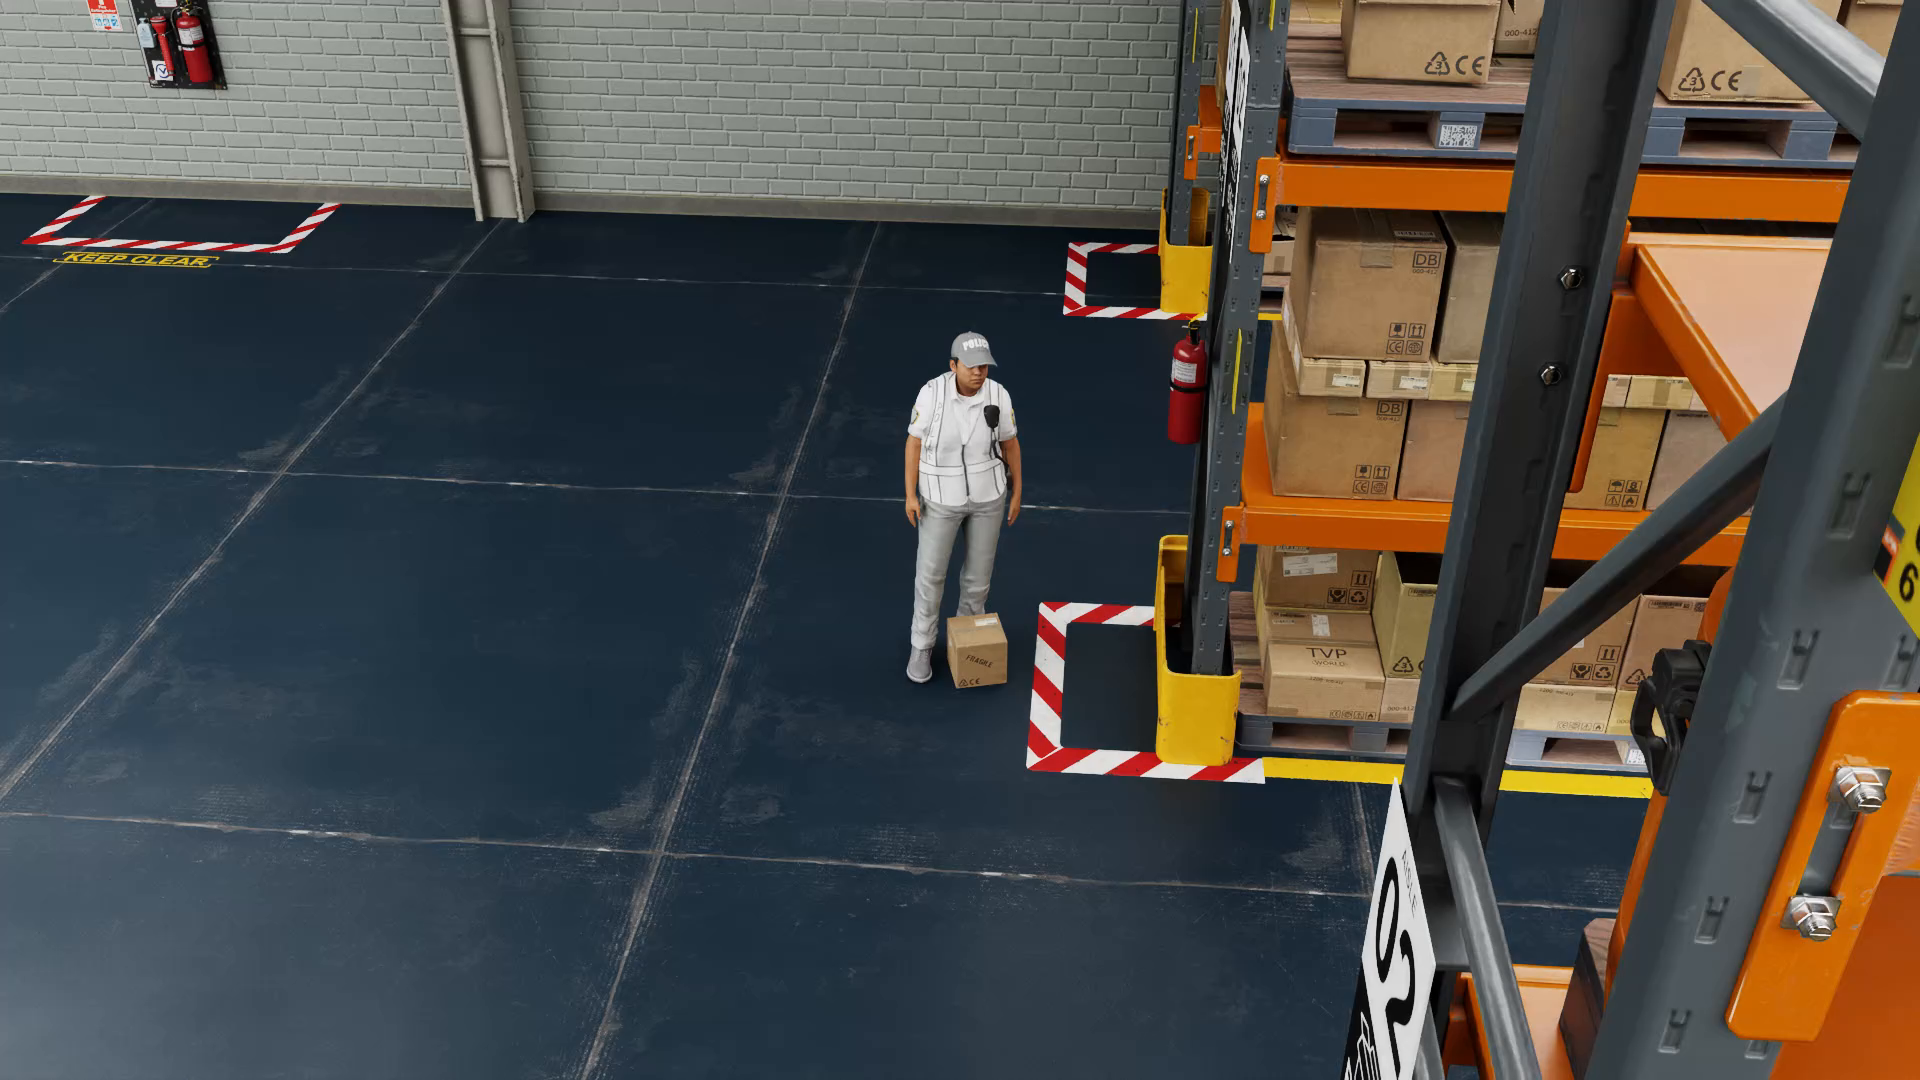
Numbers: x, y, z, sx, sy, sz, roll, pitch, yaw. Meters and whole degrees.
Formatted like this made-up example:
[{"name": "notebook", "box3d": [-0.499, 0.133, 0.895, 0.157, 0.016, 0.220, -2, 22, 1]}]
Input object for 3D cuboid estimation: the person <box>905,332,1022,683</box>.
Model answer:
[{"name": "person", "box3d": [0.009, -0.163, 7.873, 0.597, 1.670, 0.529, -5, 32, -7]}]
